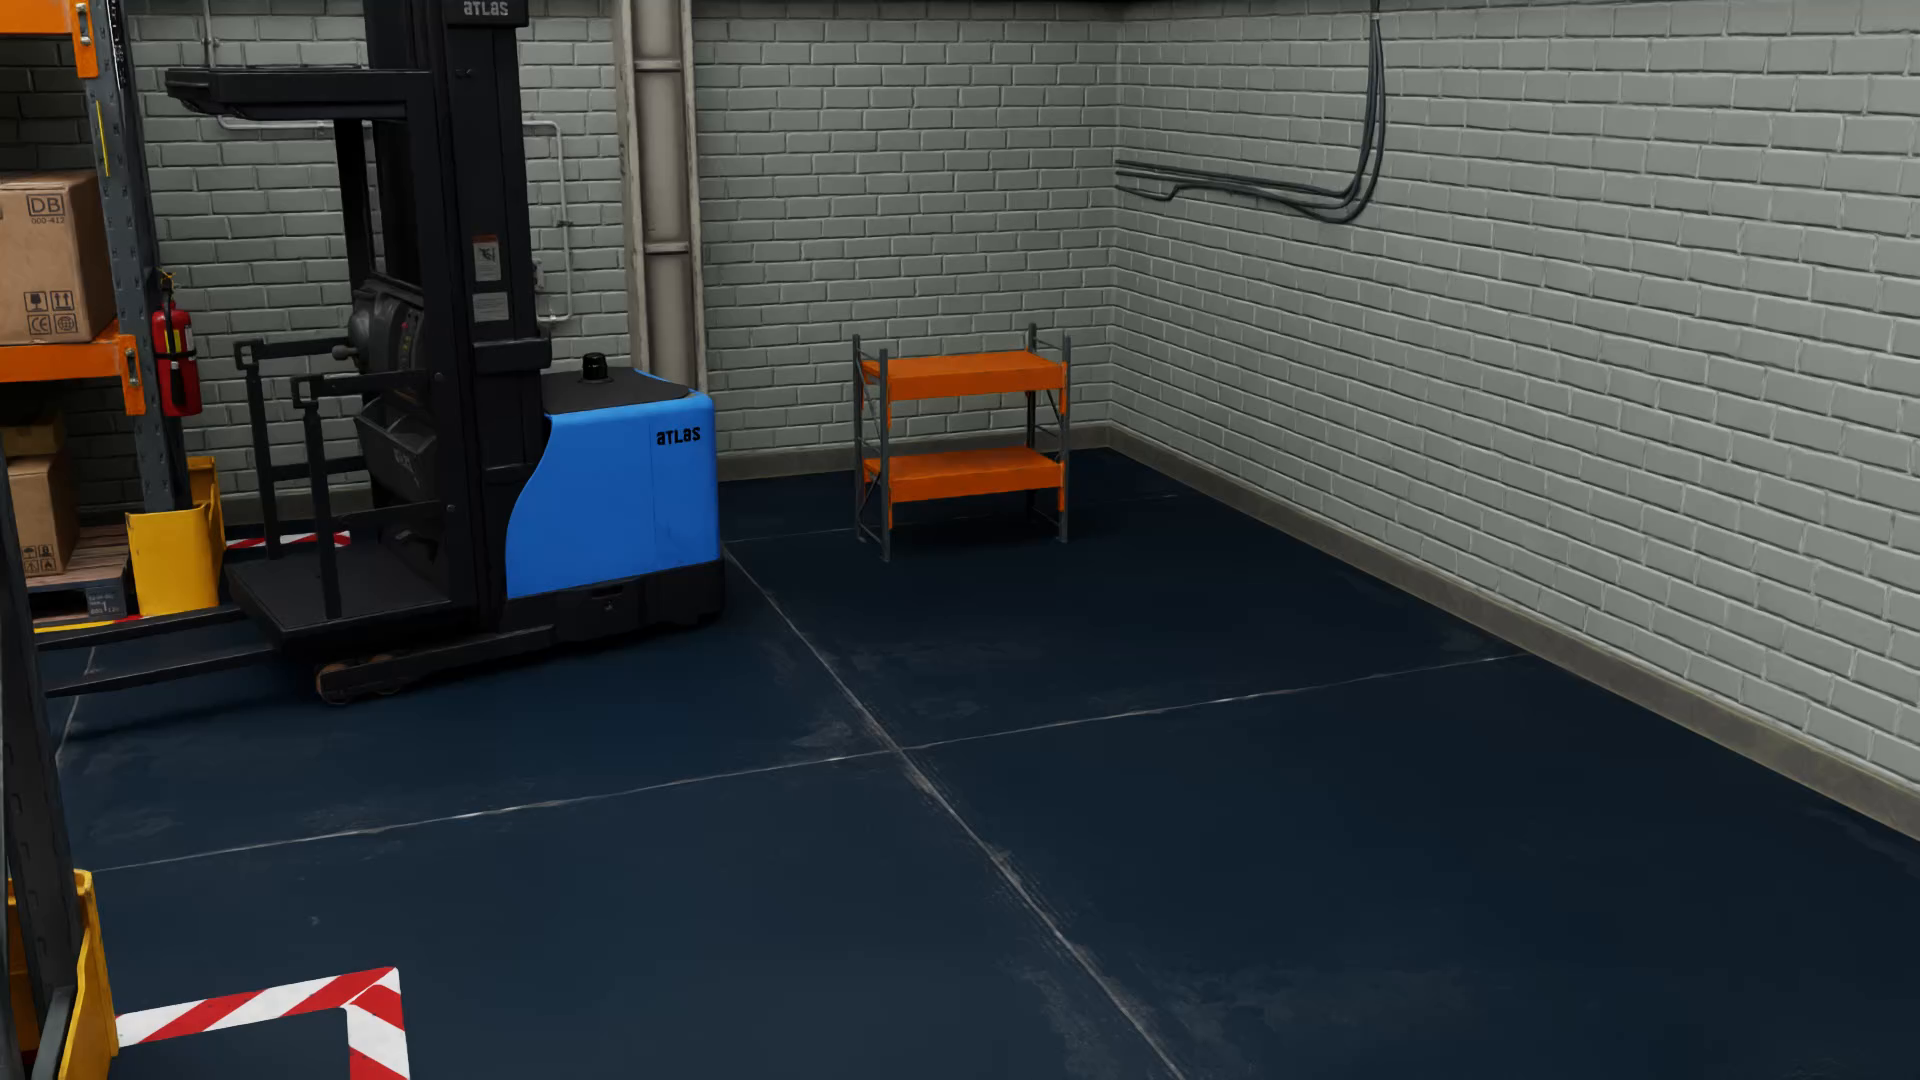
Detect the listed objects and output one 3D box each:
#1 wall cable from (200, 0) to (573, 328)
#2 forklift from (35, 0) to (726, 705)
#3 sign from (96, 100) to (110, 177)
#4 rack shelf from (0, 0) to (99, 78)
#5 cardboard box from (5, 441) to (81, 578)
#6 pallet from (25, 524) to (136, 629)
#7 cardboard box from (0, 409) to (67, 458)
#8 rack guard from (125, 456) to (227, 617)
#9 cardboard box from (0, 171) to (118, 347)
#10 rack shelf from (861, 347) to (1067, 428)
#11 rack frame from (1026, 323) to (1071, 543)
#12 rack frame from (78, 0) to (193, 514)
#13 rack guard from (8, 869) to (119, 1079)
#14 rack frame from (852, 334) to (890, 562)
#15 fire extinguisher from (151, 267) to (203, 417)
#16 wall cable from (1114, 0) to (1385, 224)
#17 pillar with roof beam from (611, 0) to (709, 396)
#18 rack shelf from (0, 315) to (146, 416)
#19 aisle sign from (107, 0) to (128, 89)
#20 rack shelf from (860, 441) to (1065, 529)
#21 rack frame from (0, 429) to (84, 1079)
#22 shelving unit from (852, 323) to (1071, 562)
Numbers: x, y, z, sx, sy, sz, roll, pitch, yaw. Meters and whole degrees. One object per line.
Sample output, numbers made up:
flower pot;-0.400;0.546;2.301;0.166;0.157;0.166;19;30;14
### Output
wall cable;-3.087;-2.104;9.136;1.851;1.984;0.084;-6;17;-20
forklift;-2.600;-0.901;6.965;3.031;2.935;1.130;-11;20;-33
sign;-3.763;-1.764;7.305;0.005;0.325;0.100;-6;17;-20
rack shelf;-5.811;-2.131;6.984;4.000;0.370;1.077;-6;17;-20
cardboard box;-4.562;-0.144;7.955;0.500;0.500;0.700;-6;17;-20
pallet;-4.662;0.201;8.040;1.213;0.211;1.003;-6;17;-20
cardboard box;-4.517;-0.520;8.086;0.250;0.149;0.380;-6;17;-20
rack guard;-3.921;-0.042;8.352;0.348;0.500;1.175;-6;17;-20
cardboard box;-4.417;-1.328;7.766;0.700;0.700;0.980;-5;17;-18
rack shelf;0.006;-0.821;8.860;1.000;0.278;0.538;-6;17;-20
rack frame;0.481;-0.592;9.117;0.032;1.125;0.500;-6;17;-20
rack frame;-3.944;-1.239;7.992;0.127;3.000;1.000;-6;17;-20
rack guard;-2.239;1.271;3.881;0.348;0.500;1.175;-6;17;-20
rack frame;-0.468;-0.489;8.768;0.032;1.125;0.500;-6;17;-20
fire extinguisher;-3.638;-0.916;7.694;0.183;0.674;0.296;-6;17;-20
wall cable;1.465;-3.103;9.206;0.112;2.526;3.097;-6;17;-20
pillar with roof beam;-0.192;-3.484;4.992;0.400;9.000;9.100;-6;17;-20
rack shelf;-5.811;-0.692;7.407;4.000;0.370;1.077;-6;17;-20
aisle sign;-3.769;-2.414;7.382;0.004;0.787;0.394;-6;17;-20
rack shelf;0.006;-0.306;9.011;1.000;0.278;0.538;-6;17;-20
rack frame;-2.168;0.064;3.555;0.127;3.000;1.000;-6;17;-20
shelving unit;0.006;-0.540;8.942;1.048;1.125;0.538;-6;17;-20
